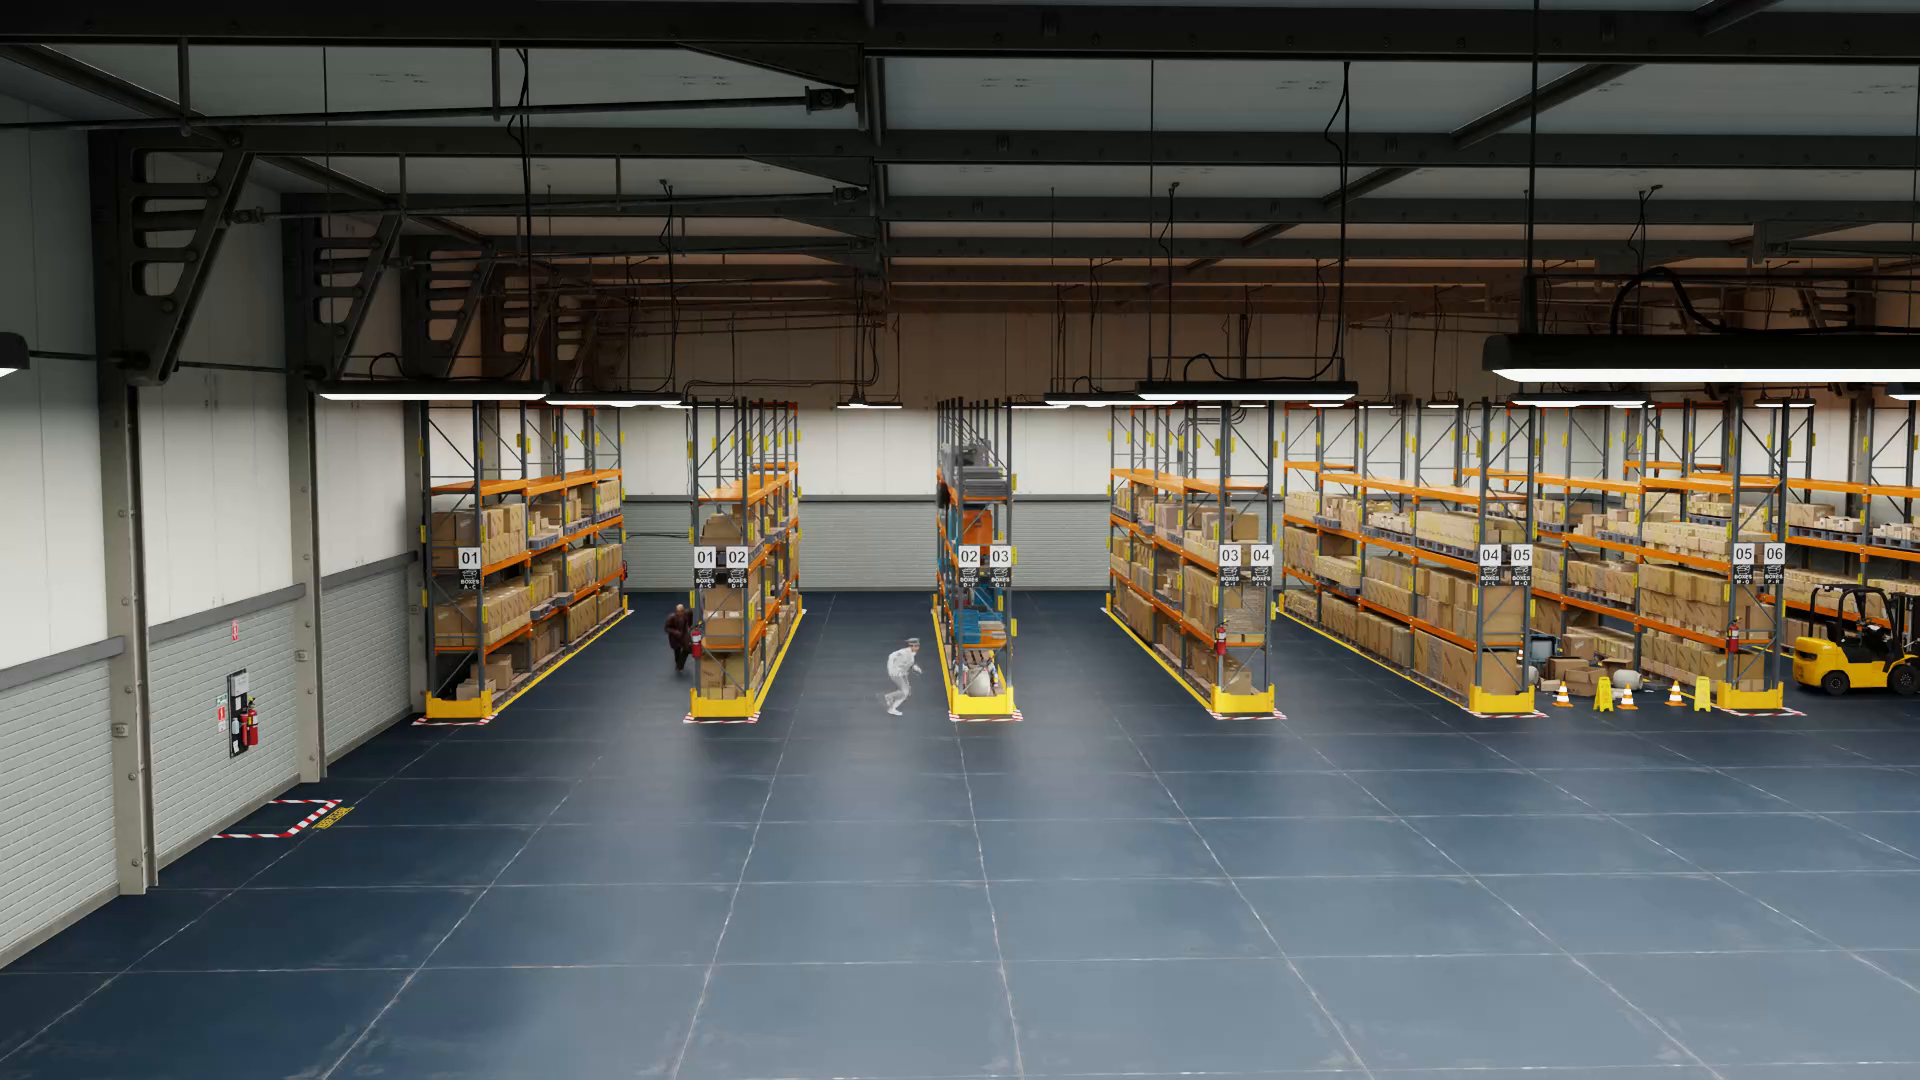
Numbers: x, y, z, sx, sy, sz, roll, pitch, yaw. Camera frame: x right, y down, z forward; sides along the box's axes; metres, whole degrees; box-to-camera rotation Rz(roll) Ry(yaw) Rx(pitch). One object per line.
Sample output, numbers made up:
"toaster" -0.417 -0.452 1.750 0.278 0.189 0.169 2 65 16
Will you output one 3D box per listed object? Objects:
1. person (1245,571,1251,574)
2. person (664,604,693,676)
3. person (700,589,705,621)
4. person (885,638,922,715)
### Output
"person" 8.118 1.144 48.339 0.790 1.727 0.663 2 5 22
"person" -6.196 2.147 36.457 0.695 1.581 1.195 -2 5 -20
"person" -6.897 1.553 44.928 0.618 1.396 0.963 -1 5 -16
"person" -1.088 2.577 31.261 0.760 1.491 0.638 3 5 31
